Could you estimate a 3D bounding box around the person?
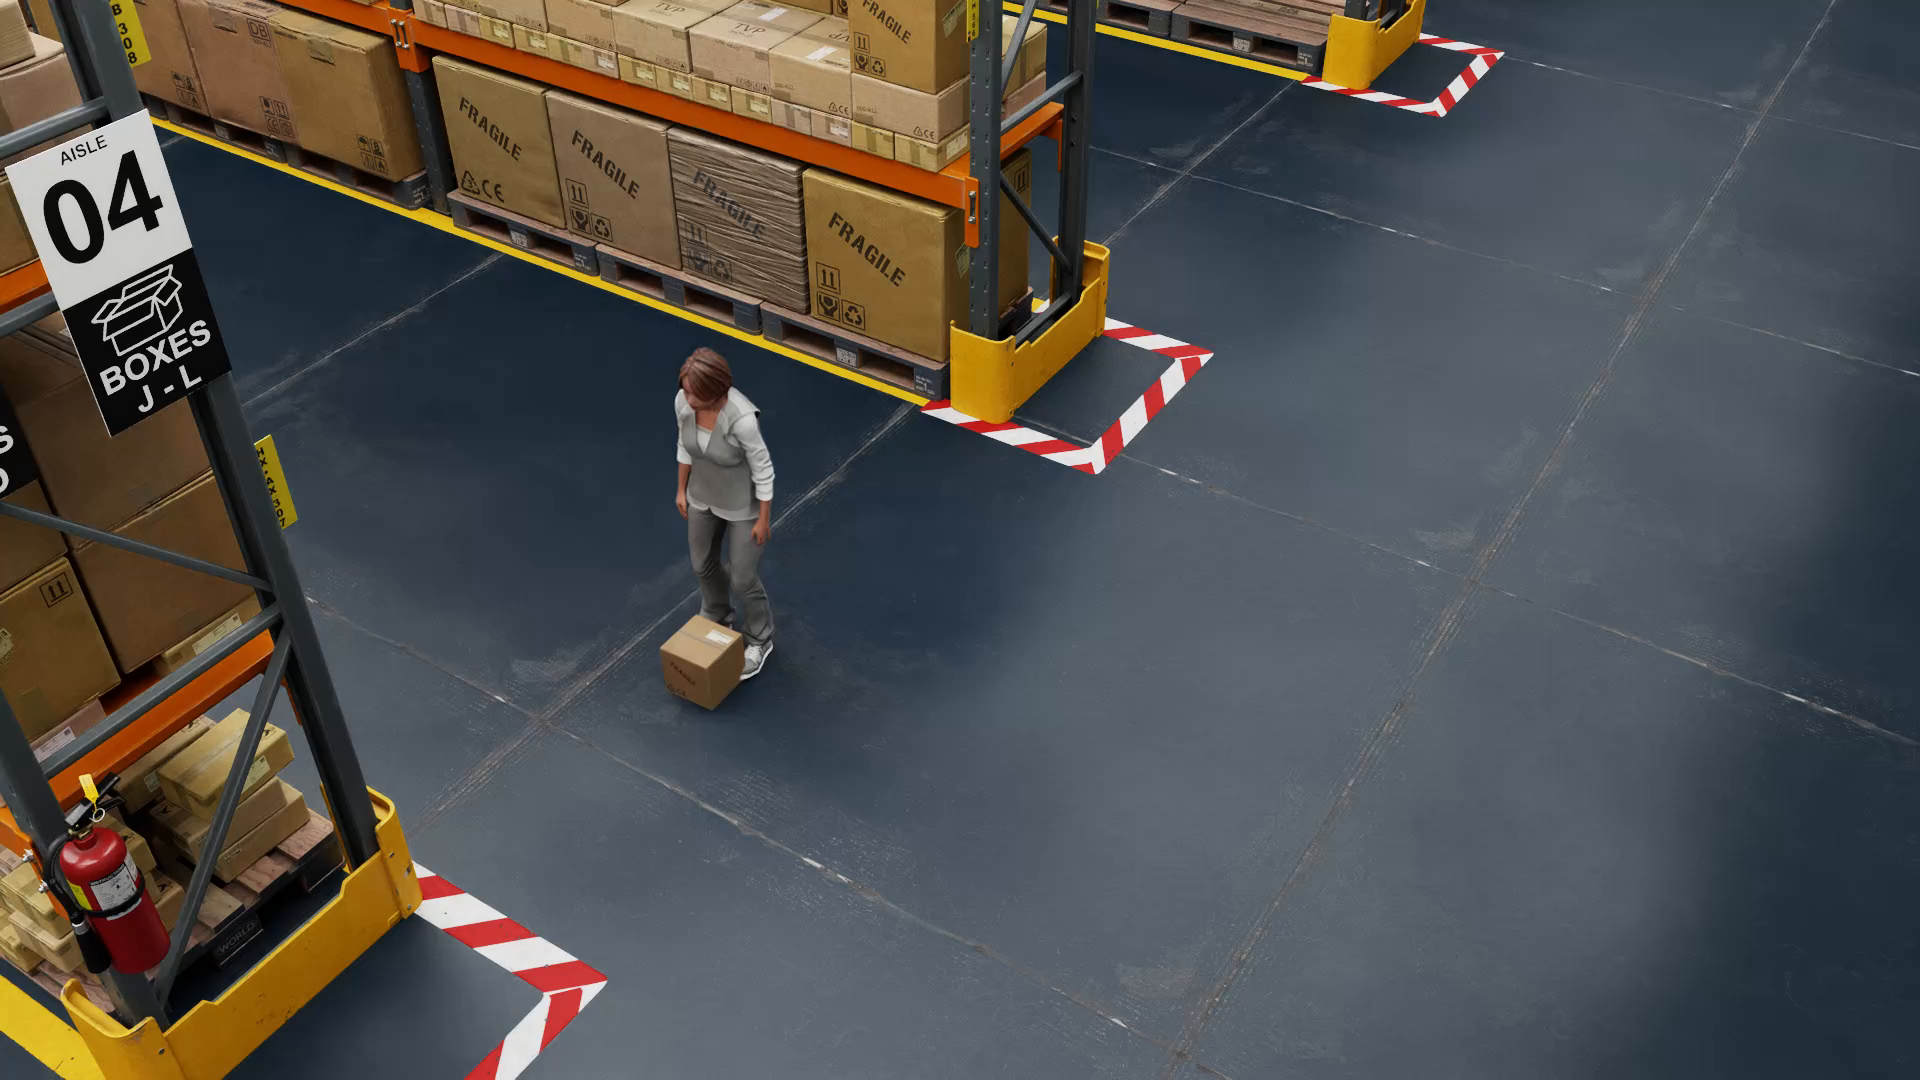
[{"bbox_3d":[-0.970,-0.134,6.853,0.471,1.592,0.348,20,43,23],"label":"person"}]
